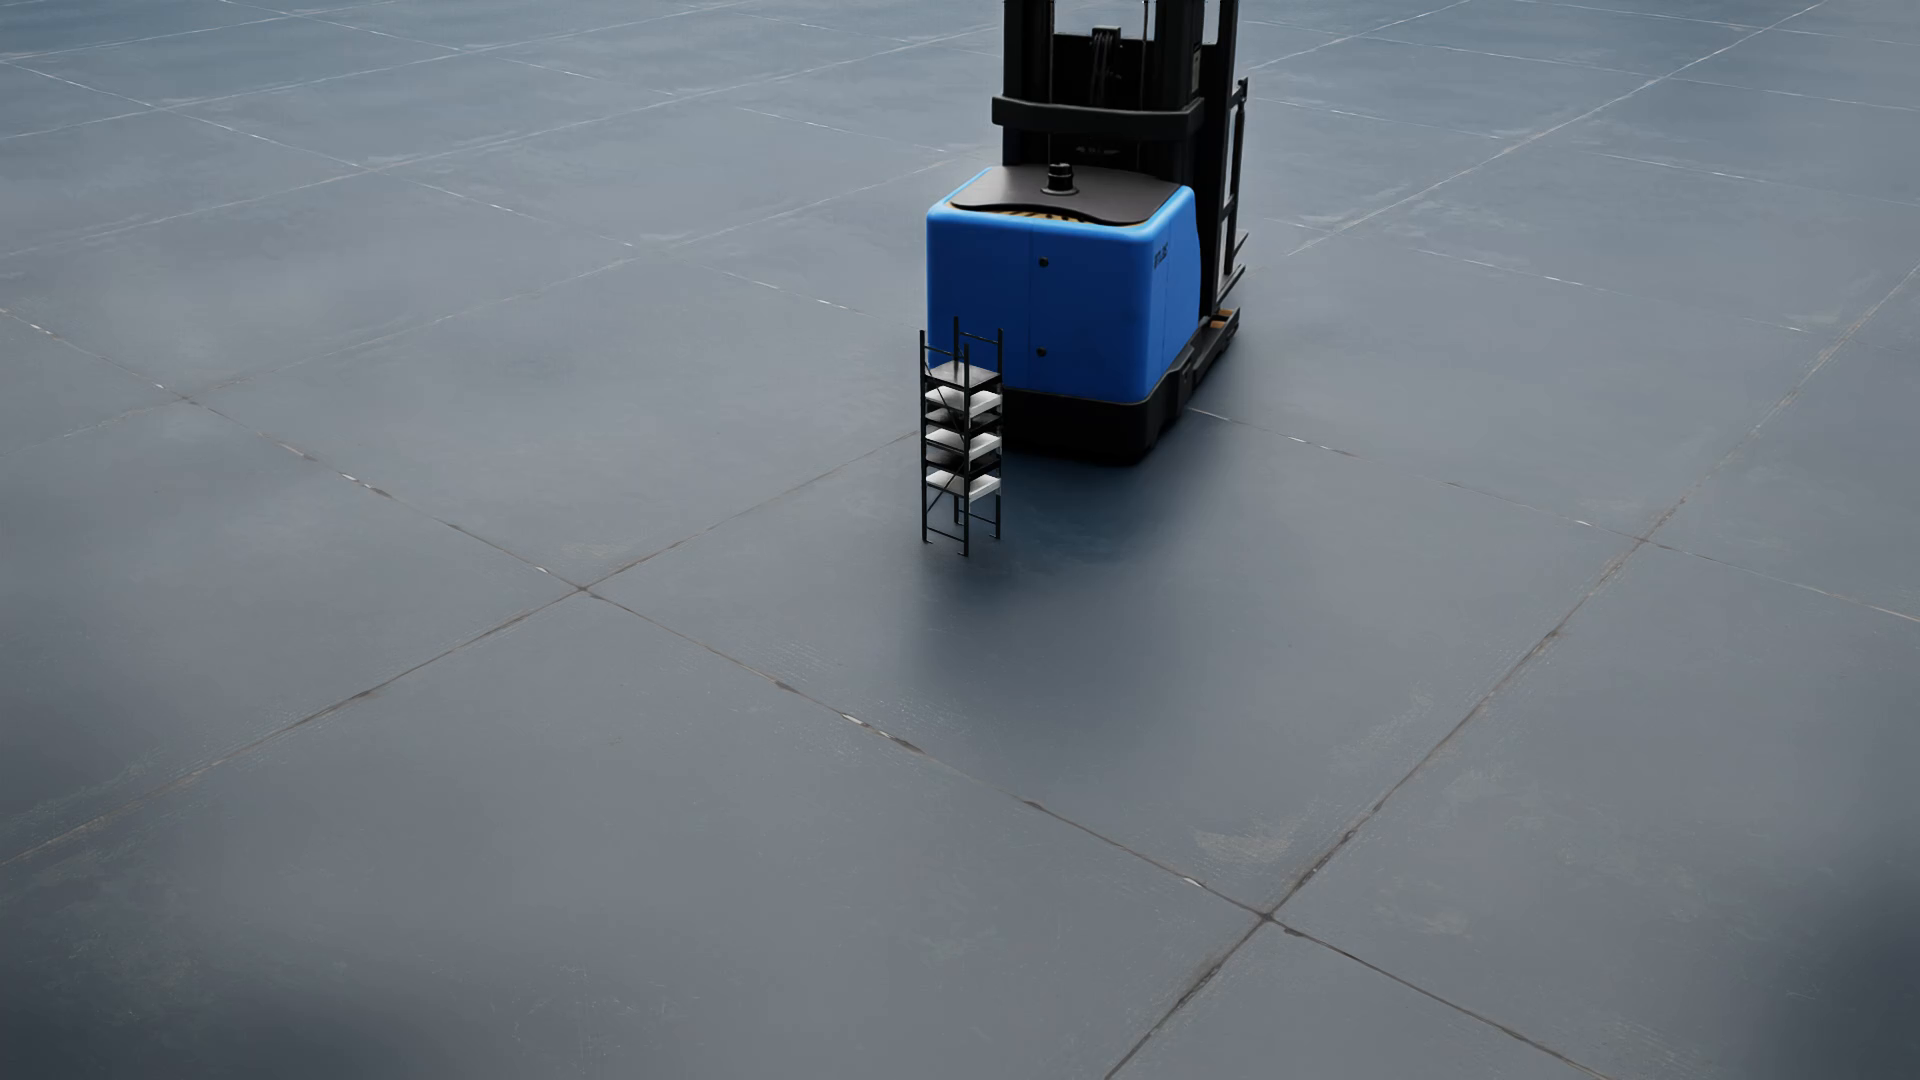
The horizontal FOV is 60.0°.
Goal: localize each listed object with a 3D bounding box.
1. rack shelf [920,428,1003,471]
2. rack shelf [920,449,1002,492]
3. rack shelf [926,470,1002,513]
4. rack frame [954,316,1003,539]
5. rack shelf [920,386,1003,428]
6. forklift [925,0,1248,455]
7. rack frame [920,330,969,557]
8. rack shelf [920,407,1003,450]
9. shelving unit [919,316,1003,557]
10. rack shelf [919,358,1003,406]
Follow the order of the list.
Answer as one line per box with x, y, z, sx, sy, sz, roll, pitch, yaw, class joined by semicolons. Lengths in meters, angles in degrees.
0.005;-0.373;6.564;0.258;0.077;0.200;21;34;34;rack shelf
0.005;-0.293;6.605;0.258;0.077;0.200;21;34;34;rack shelf
0.005;-0.213;6.647;0.258;0.077;0.200;21;34;34;rack shelf
0.070;-0.439;6.618;0.240;0.900;0.006;21;34;34;rack frame
0.005;-0.533;6.481;0.258;0.077;0.200;21;34;34;rack shelf
0.838;-2.334;8.072;1.130;2.935;3.031;10;29;18;forklift
-0.059;-0.367;6.479;0.240;0.900;0.006;21;34;34;rack frame
0.005;-0.453;6.523;0.258;0.077;0.200;21;34;34;rack shelf
0.005;-0.403;6.549;0.258;0.900;0.210;21;34;34;shelving unit
0.005;-0.613;6.440;0.258;0.077;0.200;21;34;34;rack shelf
